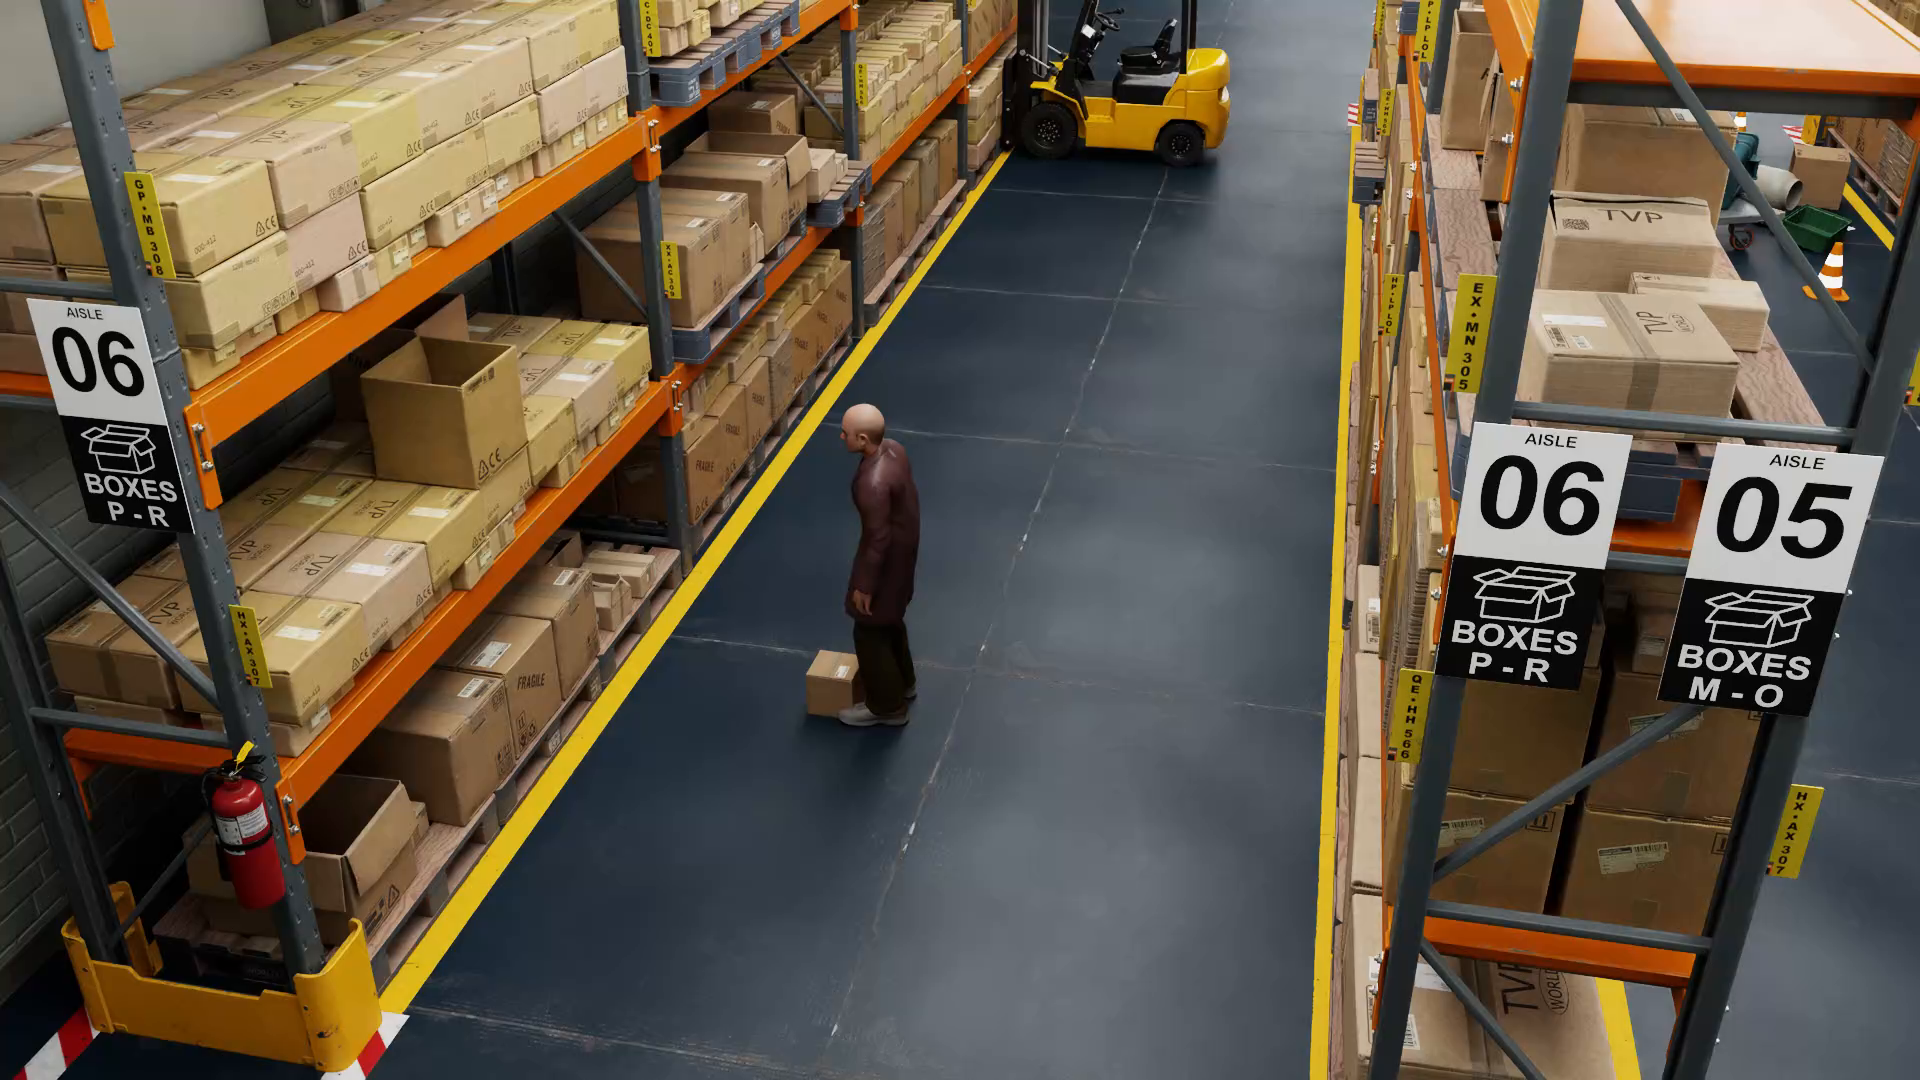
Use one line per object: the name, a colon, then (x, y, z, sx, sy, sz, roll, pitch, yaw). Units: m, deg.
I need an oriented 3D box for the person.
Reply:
person: (-0.413, 0.124, 8.412, 0.425, 1.773, 0.641, 4, 29, 8)
